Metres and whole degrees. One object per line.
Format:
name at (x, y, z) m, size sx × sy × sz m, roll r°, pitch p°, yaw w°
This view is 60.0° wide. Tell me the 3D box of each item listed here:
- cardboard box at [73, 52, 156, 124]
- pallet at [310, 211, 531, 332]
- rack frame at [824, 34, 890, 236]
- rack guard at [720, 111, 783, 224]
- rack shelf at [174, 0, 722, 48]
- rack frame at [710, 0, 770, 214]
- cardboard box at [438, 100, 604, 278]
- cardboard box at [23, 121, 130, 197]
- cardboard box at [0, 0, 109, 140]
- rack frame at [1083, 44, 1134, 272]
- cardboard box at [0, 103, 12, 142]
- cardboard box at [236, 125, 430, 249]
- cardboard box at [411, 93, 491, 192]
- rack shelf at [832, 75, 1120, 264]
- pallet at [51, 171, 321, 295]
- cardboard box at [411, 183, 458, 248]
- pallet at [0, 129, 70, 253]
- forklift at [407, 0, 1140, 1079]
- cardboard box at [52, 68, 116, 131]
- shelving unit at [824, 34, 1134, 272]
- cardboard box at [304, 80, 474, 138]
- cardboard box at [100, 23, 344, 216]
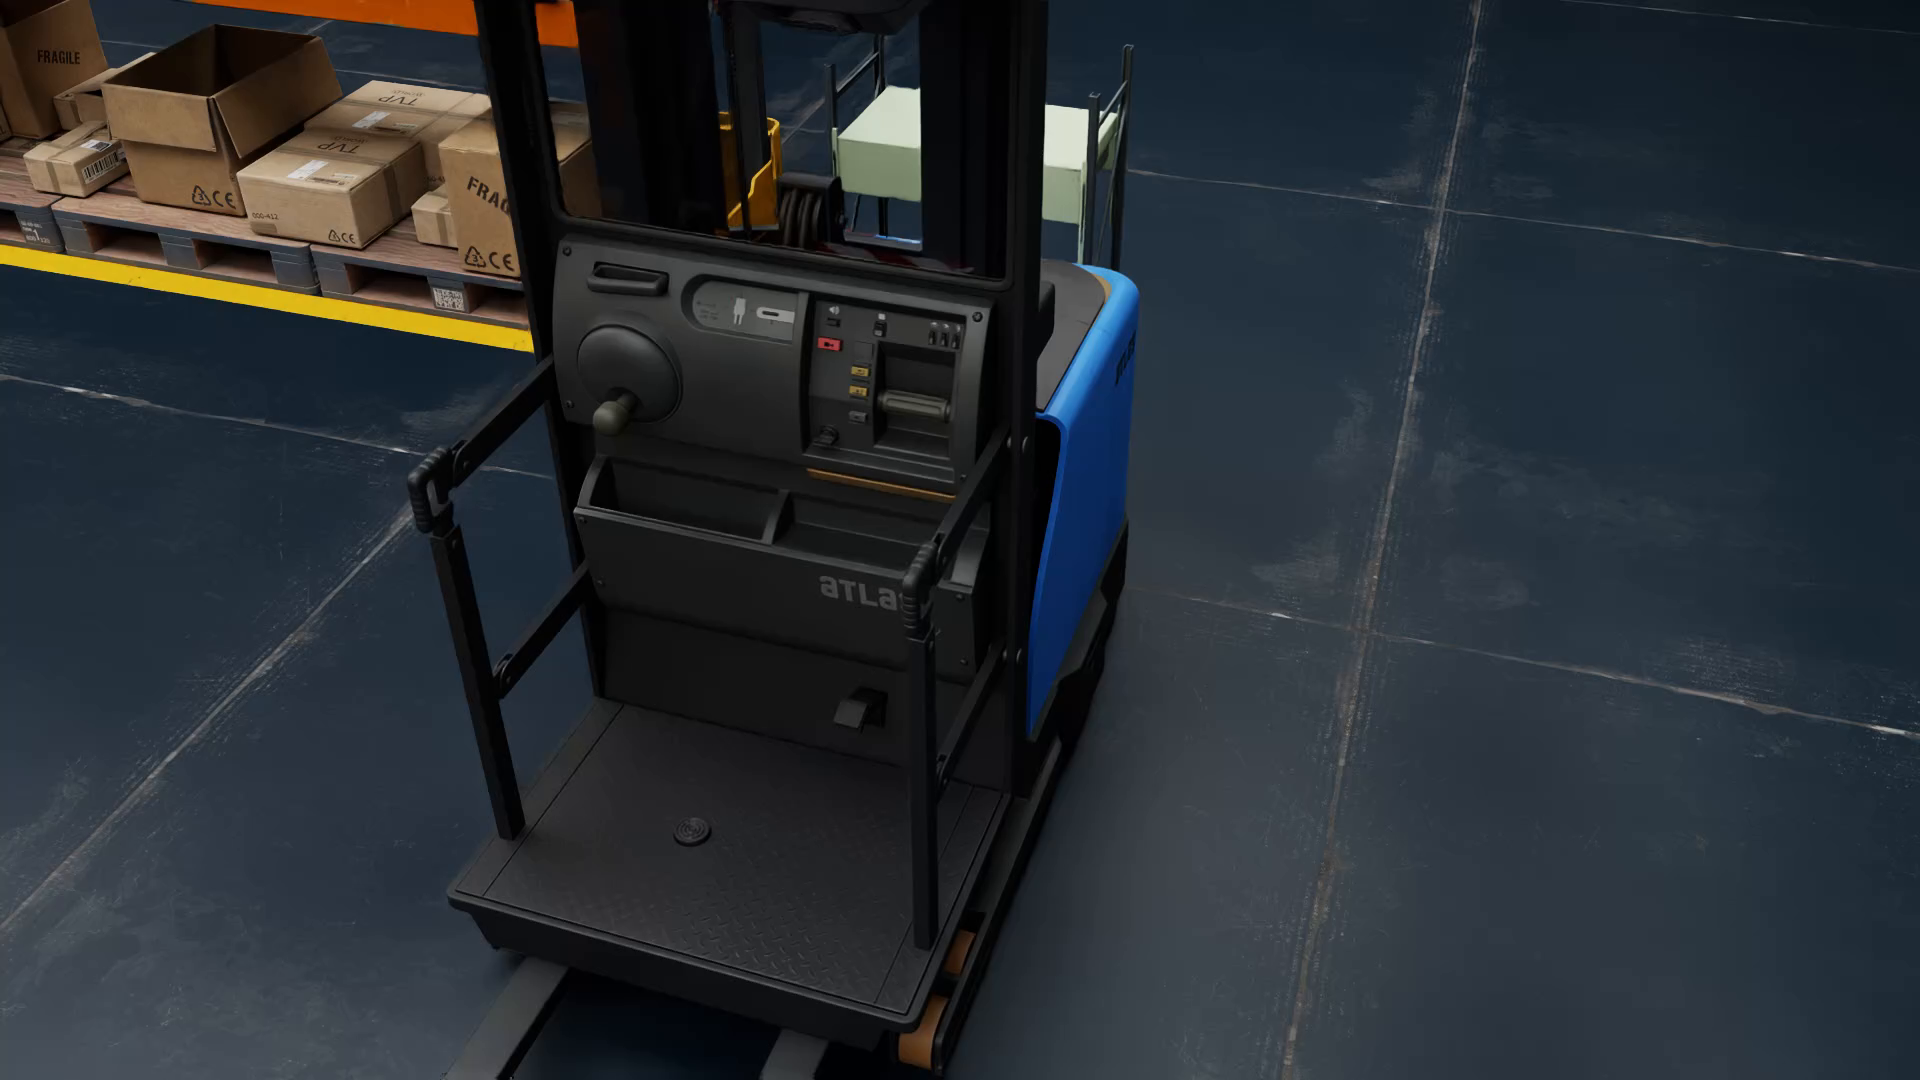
cardboard box at (-3.447, -1.918, 7.222) m, size 0.500 × 0.311 × 0.500 m, roll 10°, pitch 38°, yaw 14°
pallet at (-1.807, -1.220, 6.730) m, size 1.213 × 0.211 × 1.003 m, roll 10°, pitch 38°, yaw 14°
rack frame at (-0.290, -0.781, 5.046) m, size 0.023 × 1.500 × 0.400 m, roll 11°, pitch 38°, yaw 15°
rack guard at (-1.046, -1.196, 6.453) m, size 0.348 × 0.500 × 1.175 m, roll 10°, pitch 38°, yaw 14°
rack shelf at (-2.883, -2.253, 6.388) m, size 4.000 × 0.370 × 1.077 m, roll 10°, pitch 38°, yaw 14°
rack frame at (-0.974, -2.189, 5.694) m, size 0.127 × 3.000 × 1.000 m, roll 10°, pitch 38°, yaw 14°
cardboard box at (-1.566, -1.317, 6.246) m, size 0.500 × 0.500 × 0.500 m, roll 10°, pitch 38°, yaw 14°
cardboard box at (-3.627, -1.589, 6.897) m, size 0.250 × 0.166 × 0.380 m, roll 10°, pitch 38°, yaw 14°
cardboard box at (-4.163, -2.127, 7.346) m, size 0.500 × 0.500 × 0.500 m, roll 10°, pitch 38°, yaw 14°
rack frame at (0.404, -0.644, 4.860) m, size 0.023 × 1.500 × 0.400 m, roll 11°, pitch 38°, yaw 15°
cardboard box at (-4.455, -1.794, 7.054) m, size 0.500 × 0.311 × 0.500 m, roll 10°, pitch 38°, yaw 14°
cardboard box at (-2.464, -1.401, 6.571) m, size 0.500 × 0.250 × 0.500 m, roll 10°, pitch 38°, yaw 14°
cardboard box at (-1.885, -1.604, 6.847) m, size 0.500 × 0.250 × 0.500 m, roll 10°, pitch 38°, yaw 14°
rack shelf at (0.057, -1.027, 4.721) m, size 0.720 × 0.370 × 0.431 m, roll 11°, pitch 38°, yaw 15°
pallet at (-2.968, -1.437, 7.024) m, size 1.213 × 0.211 × 1.003 m, roll 10°, pitch 38°, yaw 14°
cardboard box at (-1.926, -1.305, 6.511) m, size 0.250 × 0.166 × 0.380 m, roll 10°, pitch 38°, yaw 14°
pallet at (-4.136, -1.651, 7.316) m, size 1.213 × 0.211 × 1.003 m, roll 10°, pitch 38°, yaw 14°
forklift at (-0.457, -0.290, 3.172) m, size 1.130 × 2.935 × 3.031 m, roll 11°, pitch 38°, yaw 15°
cardboard box at (-3.787, -1.953, 7.407) m, size 0.250 × 0.149 × 0.380 m, roll 10°, pitch 38°, yaw 14°
shelving unit at (0.057, -0.712, 4.953) m, size 0.755 × 1.500 × 0.431 m, roll 11°, pitch 38°, yaw 15°
cardboard box at (-2.363, -1.692, 6.967) m, size 0.500 × 0.250 × 0.500 m, roll 10°, pitch 38°, yaw 14°
cardboard box at (-2.997, -1.739, 6.817) m, size 0.637 × 0.503 × 0.797 m, roll 10°, pitch 38°, yaw 14°
